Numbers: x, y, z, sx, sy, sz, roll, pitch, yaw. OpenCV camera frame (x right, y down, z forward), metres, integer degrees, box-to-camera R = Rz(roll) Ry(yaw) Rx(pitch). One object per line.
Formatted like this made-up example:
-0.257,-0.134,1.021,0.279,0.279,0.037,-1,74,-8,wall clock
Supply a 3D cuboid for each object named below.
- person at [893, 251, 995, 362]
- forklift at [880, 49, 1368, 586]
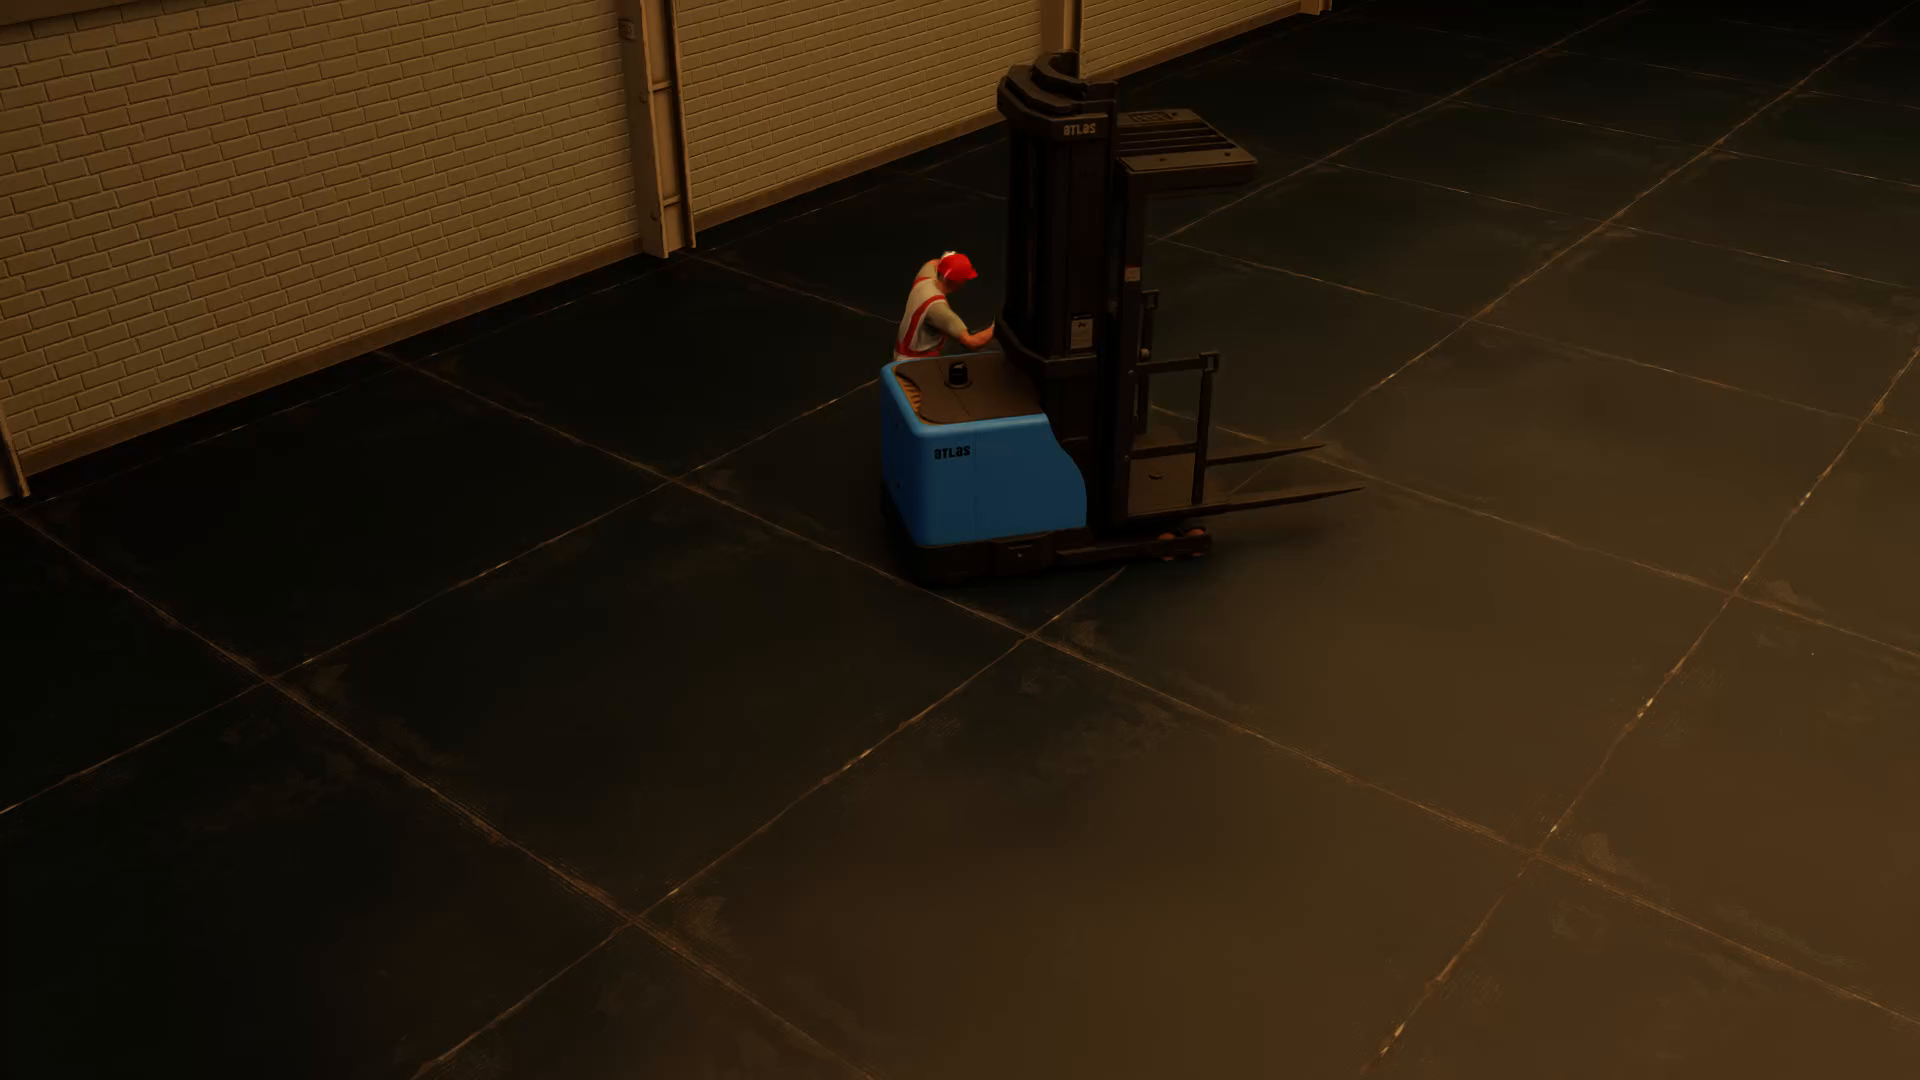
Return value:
-0.044,-1.220,11.111,0.804,1.476,1.615,-4,31,-8,person
1.068,-1.389,9.972,3.031,2.935,1.130,-8,31,-13,forklift
